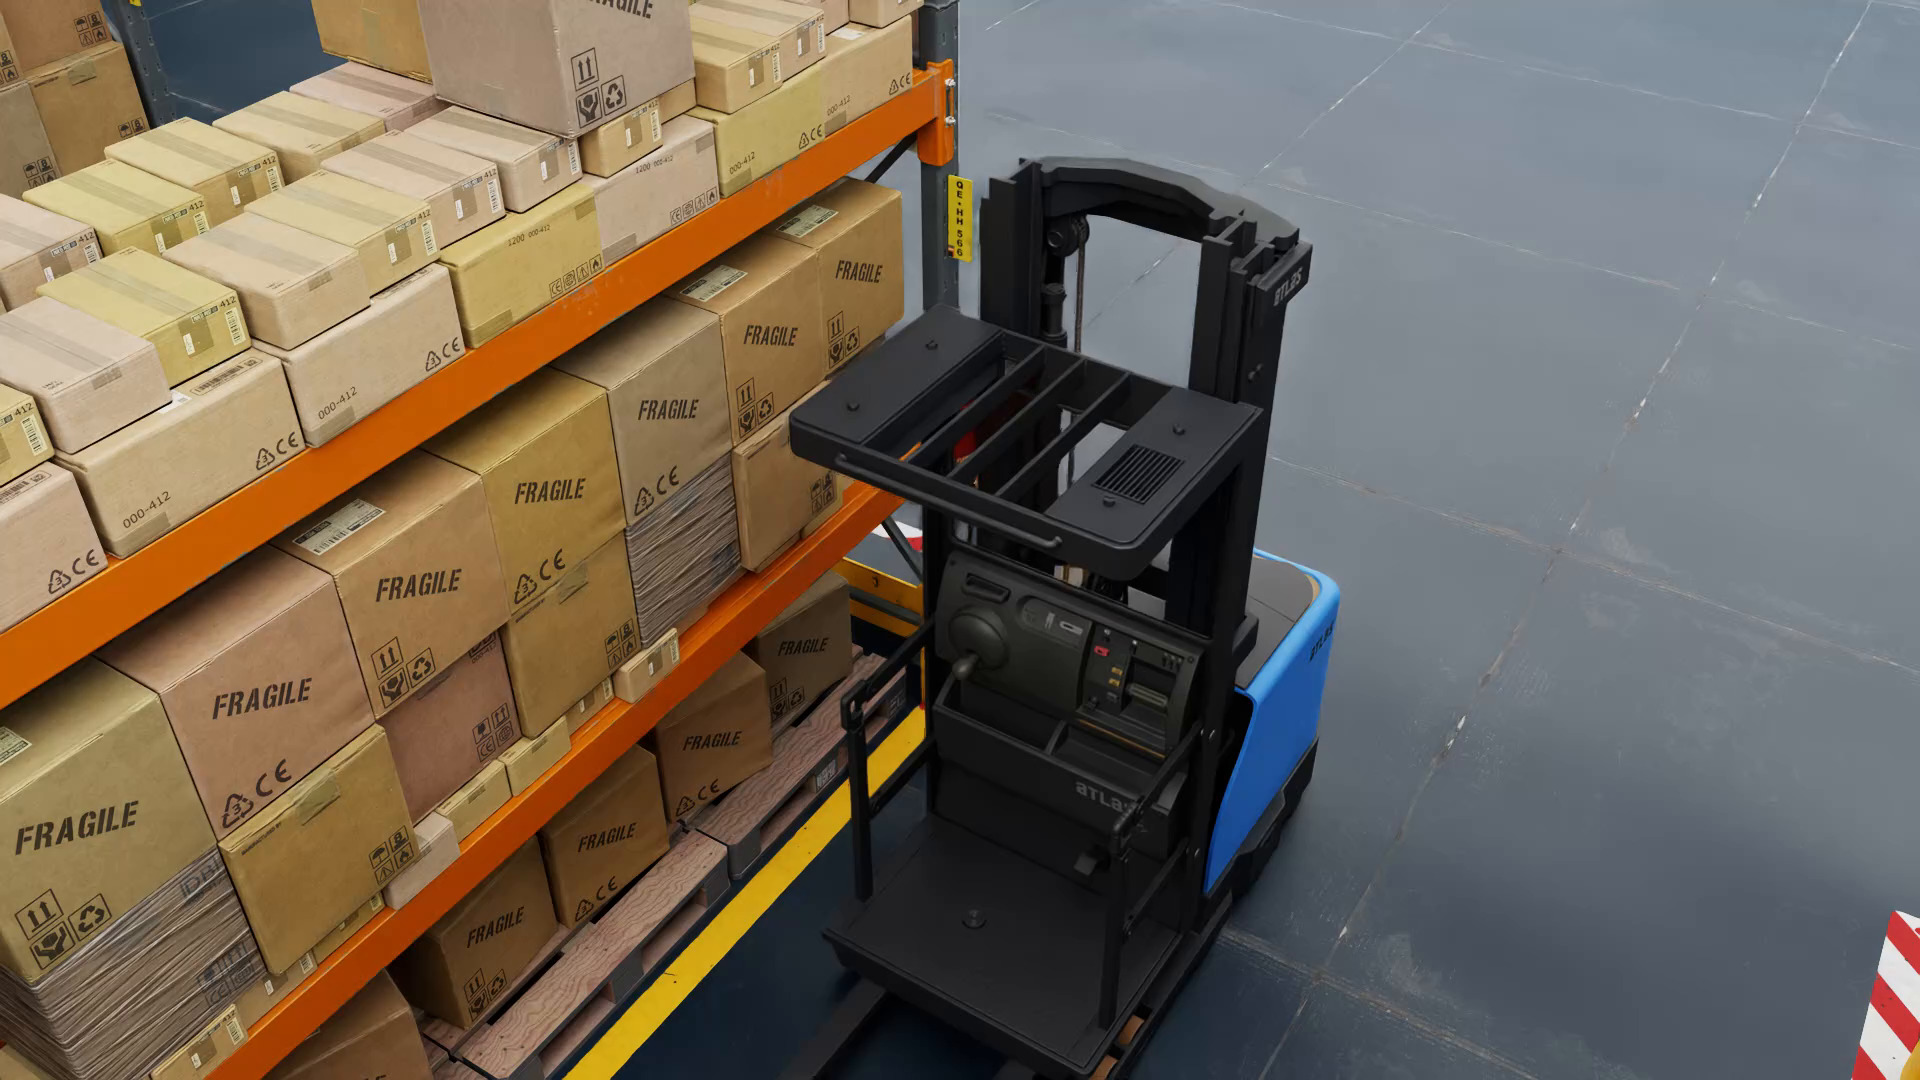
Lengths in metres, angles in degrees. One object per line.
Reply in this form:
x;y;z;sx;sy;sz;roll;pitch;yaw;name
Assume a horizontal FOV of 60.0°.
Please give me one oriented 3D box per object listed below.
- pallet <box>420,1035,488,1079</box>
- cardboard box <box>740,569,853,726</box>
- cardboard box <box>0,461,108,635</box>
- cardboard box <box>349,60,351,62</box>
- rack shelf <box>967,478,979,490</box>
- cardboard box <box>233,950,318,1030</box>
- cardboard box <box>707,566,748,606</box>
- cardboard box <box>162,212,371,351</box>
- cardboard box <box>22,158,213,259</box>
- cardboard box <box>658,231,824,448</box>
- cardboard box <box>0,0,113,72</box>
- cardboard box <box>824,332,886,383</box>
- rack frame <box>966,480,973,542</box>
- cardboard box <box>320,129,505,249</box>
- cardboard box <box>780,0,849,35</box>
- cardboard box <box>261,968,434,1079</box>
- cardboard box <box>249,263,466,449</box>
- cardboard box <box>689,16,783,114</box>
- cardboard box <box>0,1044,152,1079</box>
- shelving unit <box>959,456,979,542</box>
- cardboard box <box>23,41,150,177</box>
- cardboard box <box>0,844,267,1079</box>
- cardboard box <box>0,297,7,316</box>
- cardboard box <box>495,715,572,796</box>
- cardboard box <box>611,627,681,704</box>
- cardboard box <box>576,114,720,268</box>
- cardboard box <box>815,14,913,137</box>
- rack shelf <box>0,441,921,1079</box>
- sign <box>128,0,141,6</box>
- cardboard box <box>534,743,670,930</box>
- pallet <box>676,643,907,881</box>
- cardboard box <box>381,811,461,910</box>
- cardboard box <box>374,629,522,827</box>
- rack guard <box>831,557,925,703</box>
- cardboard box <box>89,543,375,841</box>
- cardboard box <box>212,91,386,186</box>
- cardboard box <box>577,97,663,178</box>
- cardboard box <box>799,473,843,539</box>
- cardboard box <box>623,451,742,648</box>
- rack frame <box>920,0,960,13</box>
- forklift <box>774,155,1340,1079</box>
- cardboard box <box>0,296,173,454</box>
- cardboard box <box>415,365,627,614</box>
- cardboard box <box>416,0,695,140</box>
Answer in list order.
-2.270;2.037;5.375;1.003;0.211;1.213;21;42;25;pallet
-0.806;0.368;6.959;0.500;0.500;0.500;30;47;33;cardboard box
-2.143;0.013;3.382;0.500;0.250;0.500;20;42;23;cardboard box
-1.525;-1.333;4.801;0.380;0.149;0.250;19;42;23;cardboard box
0.008;-0.258;8.007;0.258;0.103;0.180;21;42;25;rack shelf
-1.975;1.114;4.493;0.380;0.149;0.250;21;42;25;cardboard box
-0.976;0.055;5.867;0.380;0.149;0.250;21;42;25;cardboard box
-1.606;-0.605;3.857;0.380;0.149;0.250;20;42;24;cardboard box
-2.062;-0.784;4.089;0.380;0.149;0.250;23;43;27;cardboard box
-0.806;-0.701;5.498;0.500;0.500;0.500;21;42;25;cardboard box
-4.822;-2.755;8.299;0.875;0.550;0.550;21;42;25;cardboard box
-0.775;-0.655;6.257;0.875;0.500;0.500;21;42;25;cardboard box
-0.041;-0.436;7.772;0.240;1.200;0.006;21;42;25;rack frame
-1.390;-0.892;4.229;0.380;0.149;0.250;22;43;26;cardboard box
-0.581;-1.718;5.300;0.380;0.149;0.250;20;42;24;cardboard box
-2.052;1.623;5.331;0.500;0.500;0.500;-26;45;-30;cardboard box
-1.588;-0.514;4.065;0.500;0.250;0.500;19;42;23;cardboard box
-0.749;-1.403;4.893;0.380;0.149;0.250;21;43;25;cardboard box
-2.231;1.377;4.152;0.380;0.149;0.250;21;42;25;cardboard box
0.008;-0.483;7.833;0.258;1.200;0.189;21;42;25;shelving unit
-4.752;-2.300;8.593;0.875;0.550;0.550;21;42;25;cardboard box
-2.307;0.921;4.213;0.875;0.500;0.500;21;42;25;cardboard box
-2.388;-0.524;3.752;0.380;0.149;0.250;19;42;23;cardboard box
-1.439;0.599;5.161;0.380;0.149;0.250;21;42;25;cardboard box
-1.150;0.349;5.485;0.380;0.149;0.250;21;42;25;cardboard box
-1.048;-1.049;4.760;0.500;0.250;0.500;22;43;26;cardboard box
-0.501;-1.569;5.434;0.500;0.250;0.500;22;43;26;cardboard box
-1.529;0.544;5.616;1.077;0.370;4.000;21;42;25;rack shelf
-4.140;-2.814;8.241;0.100;0.325;0.005;21;42;25;sign
-1.448;1.004;6.134;0.500;0.500;0.500;25;44;29;cardboard box
-0.963;0.779;7.006;1.003;0.211;1.213;21;42;25;pallet
-1.681;0.867;4.814;0.380;0.149;0.250;21;42;25;cardboard box
-1.826;0.384;4.909;0.875;0.500;0.500;21;42;25;cardboard box
-0.498;0.257;7.447;1.175;0.500;0.348;21;42;25;rack guard
-1.878;0.329;4.161;0.500;0.500;0.500;21;42;25;cardboard box
-1.749;-1.050;4.434;0.380;0.149;0.250;20;42;24;cardboard box
-1.046;-1.145;4.557;0.380;0.149;0.250;19;42;23;cardboard box
-0.660;-0.184;6.177;0.380;0.149;0.250;21;42;25;cardboard box
-1.246;-0.114;5.555;0.875;0.500;0.500;21;42;25;cardboard box
-0.457;-3.148;4.903;1.000;3.000;0.127;21;42;25;rack frame
0.217;0.427;5.235;1.130;2.935;3.031;22;43;26;forklift
-1.917;-0.356;3.534;0.380;0.149;0.250;21;43;25;cardboard box
-1.351;-0.189;4.834;0.500;0.500;0.500;21;42;25;cardboard box
-1.074;-1.434;4.401;0.500;0.500;0.500;21;42;25;cardboard box
